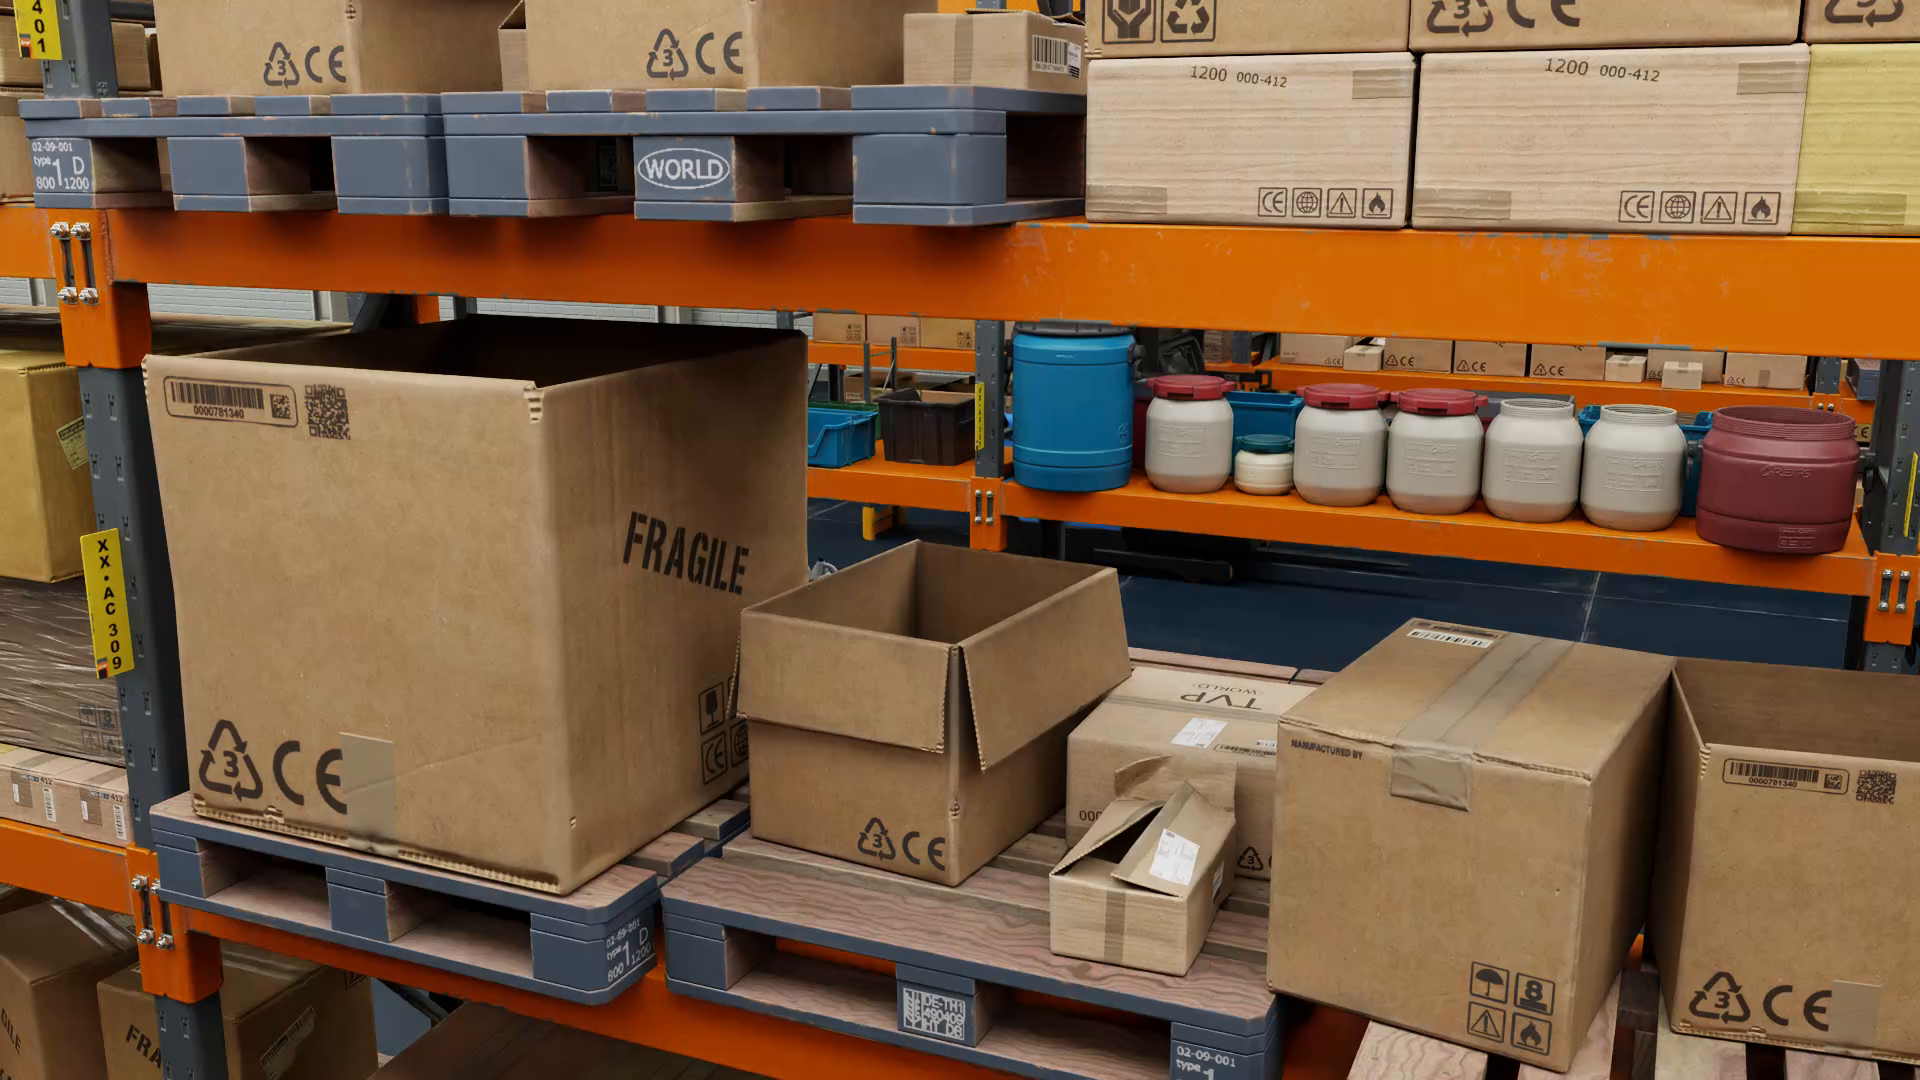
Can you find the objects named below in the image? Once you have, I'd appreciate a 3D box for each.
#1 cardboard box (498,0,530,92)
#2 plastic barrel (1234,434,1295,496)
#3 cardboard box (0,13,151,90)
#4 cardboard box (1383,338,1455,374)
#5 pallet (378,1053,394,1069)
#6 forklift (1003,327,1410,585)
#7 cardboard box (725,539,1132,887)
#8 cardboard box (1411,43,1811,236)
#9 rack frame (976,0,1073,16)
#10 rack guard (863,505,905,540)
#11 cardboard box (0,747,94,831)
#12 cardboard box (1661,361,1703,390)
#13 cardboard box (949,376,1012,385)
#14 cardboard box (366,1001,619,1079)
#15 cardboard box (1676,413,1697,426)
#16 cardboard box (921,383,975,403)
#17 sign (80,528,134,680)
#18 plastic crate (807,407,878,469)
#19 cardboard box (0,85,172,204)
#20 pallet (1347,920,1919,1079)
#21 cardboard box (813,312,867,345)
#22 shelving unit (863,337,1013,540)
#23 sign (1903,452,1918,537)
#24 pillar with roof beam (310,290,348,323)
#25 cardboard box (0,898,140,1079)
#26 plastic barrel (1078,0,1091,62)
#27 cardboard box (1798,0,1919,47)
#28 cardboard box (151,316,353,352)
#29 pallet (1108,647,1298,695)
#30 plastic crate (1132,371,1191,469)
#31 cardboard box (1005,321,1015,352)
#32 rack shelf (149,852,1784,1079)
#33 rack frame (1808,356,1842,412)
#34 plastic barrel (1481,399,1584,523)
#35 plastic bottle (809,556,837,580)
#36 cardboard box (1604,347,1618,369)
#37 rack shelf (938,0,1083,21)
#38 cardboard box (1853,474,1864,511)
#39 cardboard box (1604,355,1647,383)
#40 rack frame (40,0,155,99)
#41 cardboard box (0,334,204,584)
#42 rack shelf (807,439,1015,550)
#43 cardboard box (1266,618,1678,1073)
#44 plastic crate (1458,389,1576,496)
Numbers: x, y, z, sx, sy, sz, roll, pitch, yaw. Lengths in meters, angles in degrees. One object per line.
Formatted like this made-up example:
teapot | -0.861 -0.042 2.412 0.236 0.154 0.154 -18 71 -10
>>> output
cardboard box | -0.776 -1.085 3.620 0.258 0.266 0.396 6 15 25
plastic barrel | 1.478 -0.364 8.043 0.301 0.262 0.301 0 13 0
cardboard box | -2.091 -1.103 3.777 0.250 0.149 0.380 6 15 25
cardboard box | 3.517 -1.546 12.557 0.500 0.500 0.500 7 15 27
pallet | -2.305 1.751 4.829 1.213 0.211 1.003 6 14 23
forklift | 1.748 -1.254 11.682 3.031 2.935 1.130 6 14 24
cardboard box | -0.054 0.335 3.616 0.637 0.503 0.797 7 15 29
cardboard box | 0.988 -0.604 2.527 0.500 0.250 0.500 6 14 23
rack frame | 0.330 -3.507 8.000 0.127 3.000 1.000 6 14 23
rack guard | -0.590 -0.184 12.993 0.087 0.250 0.587 6 14 24
cardboard box | -2.217 0.587 4.236 0.250 0.149 0.380 6 14 23
cardboard box | 5.062 -1.153 11.653 0.250 0.149 0.380 6 14 23
cardboard box | 0.213 -1.144 14.523 0.500 0.500 0.500 6 14 23
cardboard box | -1.124 1.513 4.251 0.500 0.500 0.700 5 14 19
cardboard box | 7.320 -1.338 16.400 0.500 0.500 0.700 6 14 24
cardboard box | 0.003 -1.036 14.060 0.500 0.500 0.500 6 14 23
sign | -1.889 0.141 3.692 0.005 0.325 0.100 6 14 23
plastic crate | -0.792 -0.559 8.897 0.616 0.251 0.499 6 14 23
cardboard box | -2.199 -0.926 3.899 0.500 0.250 0.500 6 15 25
pallet | 1.286 0.868 2.908 1.003 0.211 1.213 6 14 23
cardboard box | -0.896 -1.993 14.464 0.500 0.500 0.700 6 14 23
shelving unit | -0.138 -0.745 12.647 1.083 1.500 0.587 6 14 24
sign | 3.770 -0.180 6.597 0.005 0.325 0.100 6 14 23
pillar with roof beam | -11.040 -6.273 19.790 0.400 9.000 9.100 6 14 23
cardboard box | -2.553 1.364 4.927 0.500 0.500 0.500 12 18 41
plastic barrel | 0.883 -2.289 8.278 0.708 0.901 0.600 6 14 23
cardboard box | 1.443 -0.926 2.254 0.500 0.500 0.500 6 15 25
cardboard box | -1.985 -0.326 4.521 0.500 0.500 0.500 6 14 23
pallet | 1.063 0.836 8.729 1.213 0.211 1.003 6 14 23
plastic crate | 0.896 -0.636 8.760 0.583 0.464 0.402 6 14 23
cardboard box | 0.520 -1.850 13.856 0.500 0.500 0.700 6 15 25
rack shelf | 0.152 0.984 3.570 4.000 0.370 1.077 6 14 23
rack frame | 5.997 -1.250 11.516 0.127 3.000 1.000 6 14 23
plastic barrel | 2.575 -0.360 7.477 0.421 0.512 0.421 0 13 0
plastic bottle | -0.802 0.271 9.868 0.185 0.351 0.144 6 14 23
cardboard box | 6.352 -1.815 16.793 0.500 0.250 0.500 6 14 23
rack shelf | 0.511 -4.181 13.324 4.000 0.370 1.077 6 14 23
cardboard box | 6.297 -0.145 11.317 0.500 0.500 0.500 6 15 26
cardboard box | 4.808 -1.234 11.997 0.250 0.149 0.380 7 15 27
rack frame | -1.676 -2.472 3.592 0.127 3.000 1.000 6 14 23
cardboard box | -2.199 -0.216 4.050 0.500 0.500 0.500 6 14 23
rack shelf | -1.499 -0.421 9.557 4.000 0.370 1.077 6 14 23
cardboard box | 0.920 0.493 2.949 0.500 0.500 0.700 8 16 32
plastic crate | 2.633 -0.460 8.011 0.583 0.464 0.402 6 14 23
